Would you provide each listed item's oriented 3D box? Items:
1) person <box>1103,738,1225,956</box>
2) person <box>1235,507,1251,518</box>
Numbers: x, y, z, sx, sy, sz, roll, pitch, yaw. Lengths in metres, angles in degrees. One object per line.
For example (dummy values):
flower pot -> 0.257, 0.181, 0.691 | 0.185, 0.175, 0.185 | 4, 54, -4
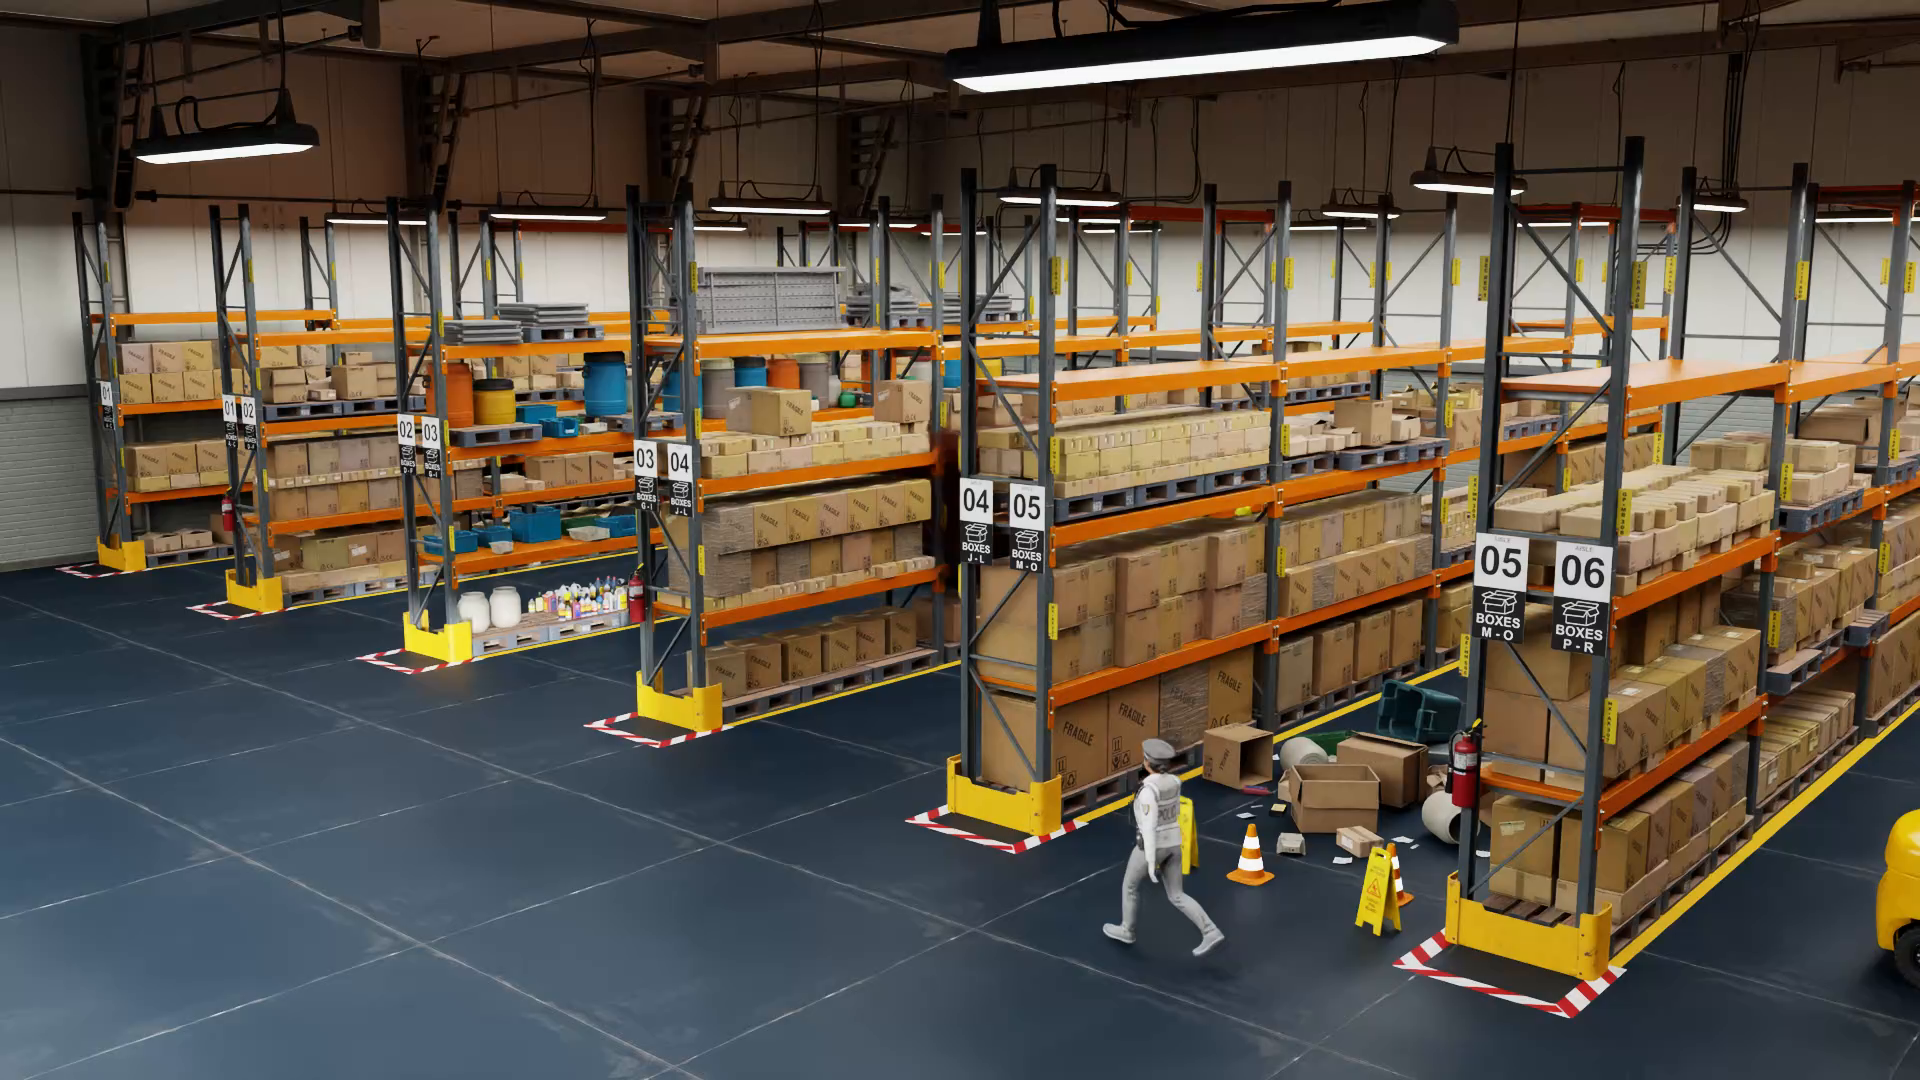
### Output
person -> 1.530, 2.311, 12.481 | 0.542, 1.618, 1.015 | -9, 13, -43
person -> 3.656, 0.439, 21.686 | 0.612, 1.831, 0.407 | 2, 10, 12
